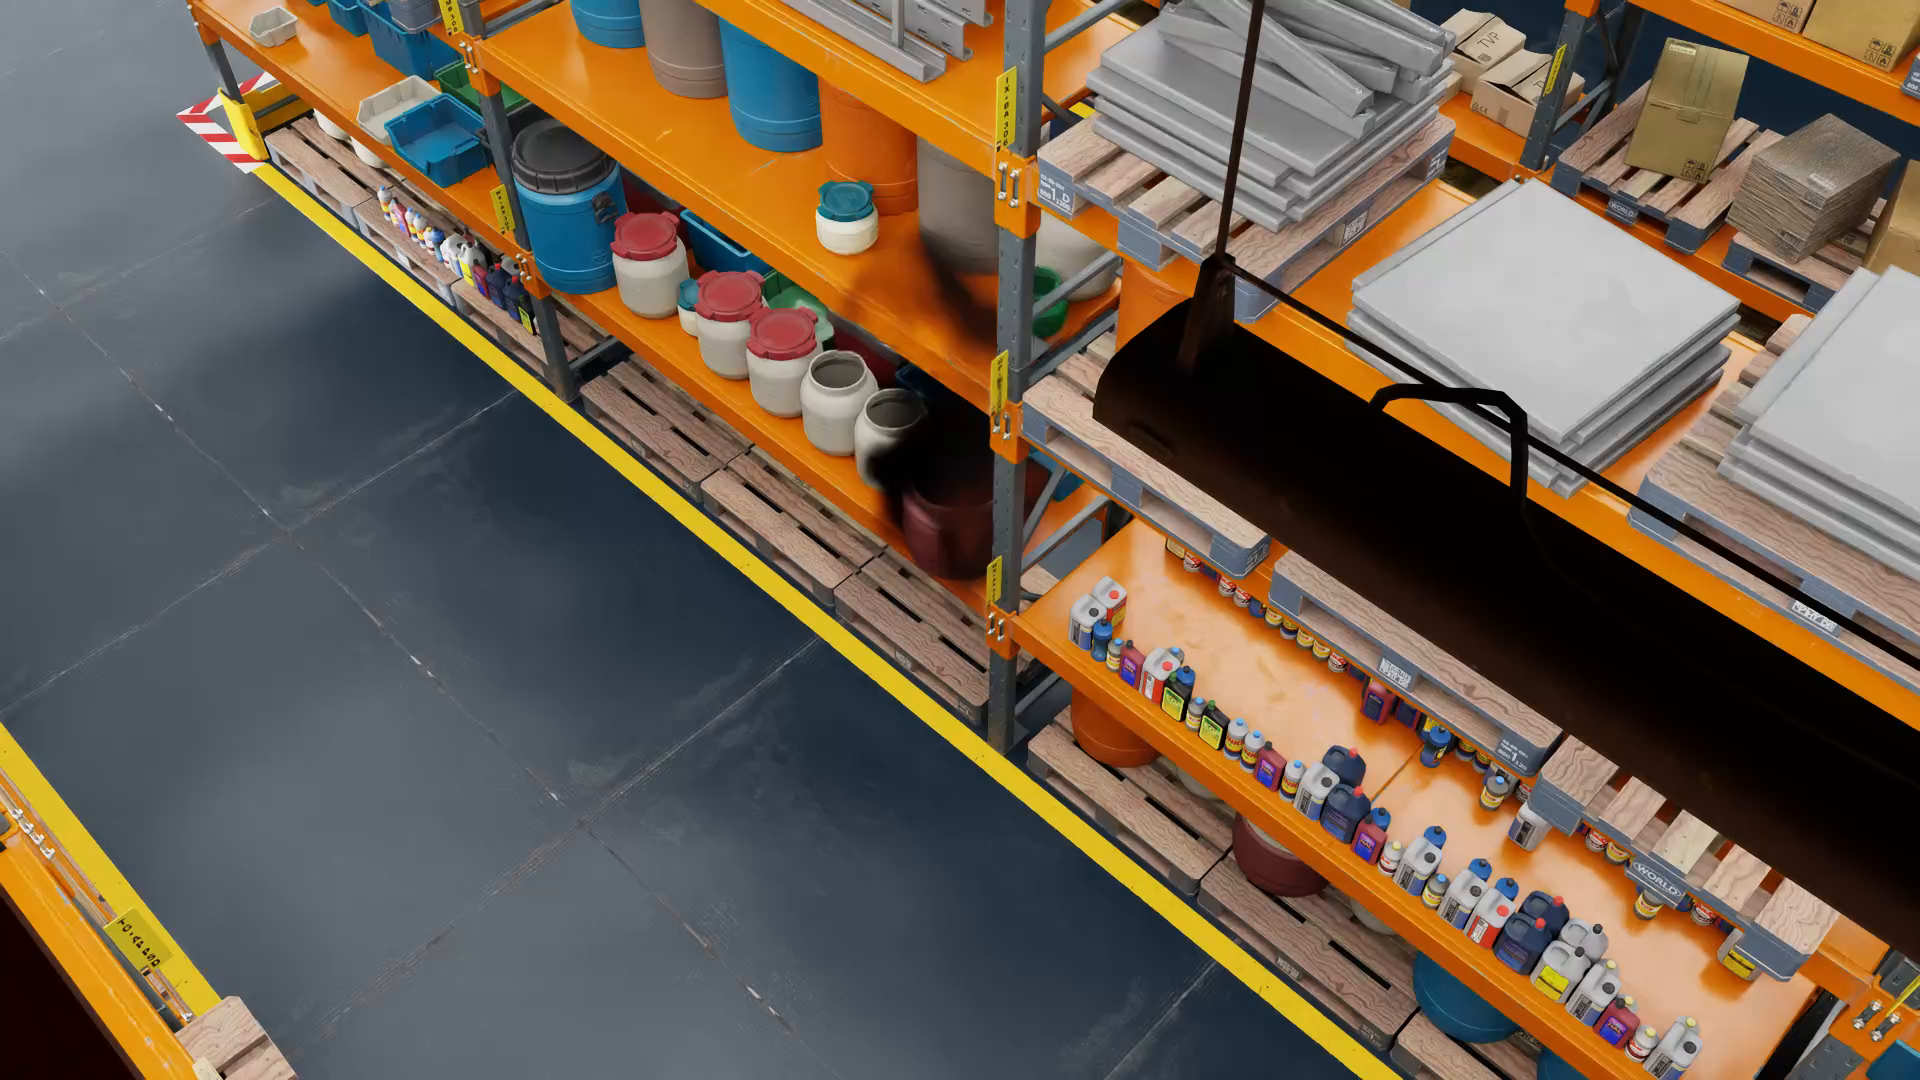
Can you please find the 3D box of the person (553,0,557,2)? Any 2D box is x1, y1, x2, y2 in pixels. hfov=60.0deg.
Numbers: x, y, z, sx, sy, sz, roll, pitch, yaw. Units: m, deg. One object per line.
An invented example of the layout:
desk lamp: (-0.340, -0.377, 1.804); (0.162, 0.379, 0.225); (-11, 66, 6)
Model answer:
person: (-3.629, -5.224, 13.613); (0.462, 1.754, 0.697); (16, 52, 13)
